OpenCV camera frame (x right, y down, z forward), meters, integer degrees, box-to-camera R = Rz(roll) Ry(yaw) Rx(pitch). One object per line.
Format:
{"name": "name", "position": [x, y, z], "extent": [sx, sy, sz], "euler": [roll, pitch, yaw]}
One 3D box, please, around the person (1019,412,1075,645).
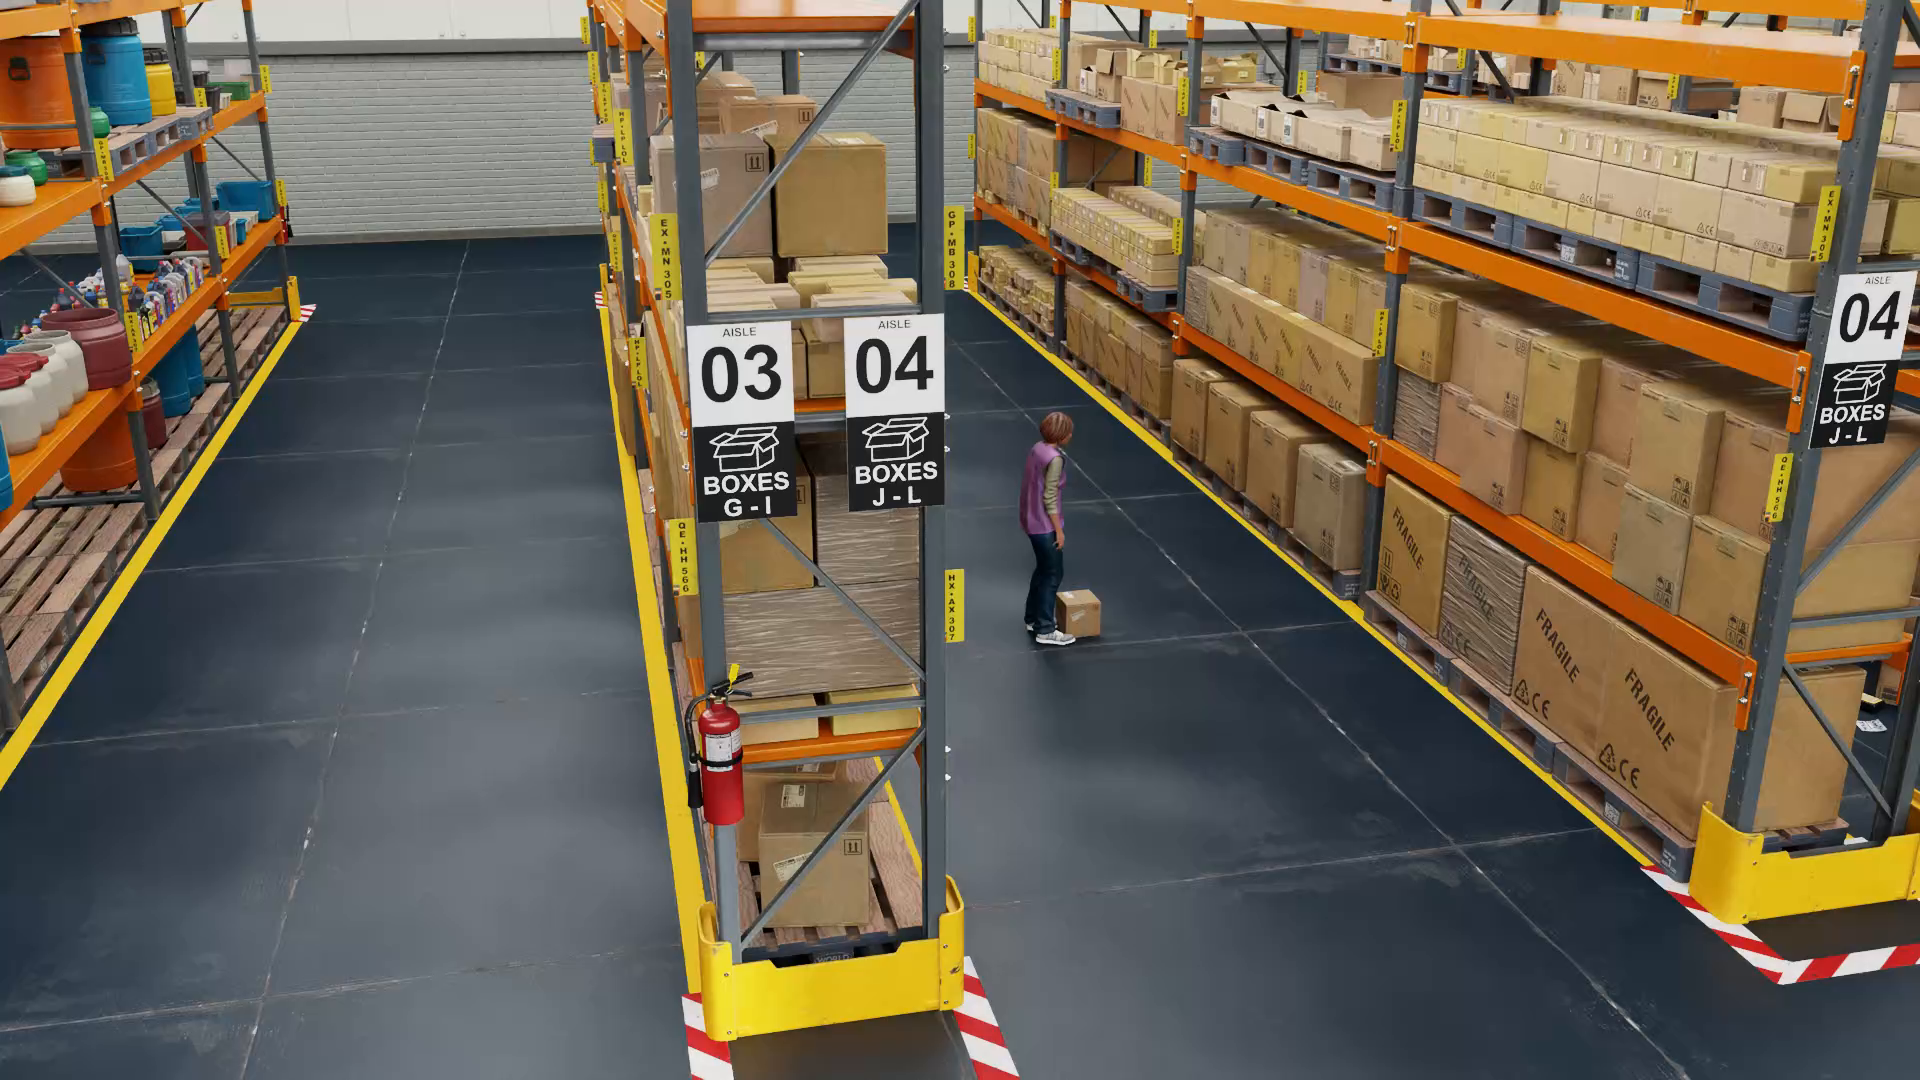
{"name": "person", "position": [0.591, -0.092, 11.342], "extent": [0.346, 1.593, 0.464], "euler": [-5, 20, -13]}
